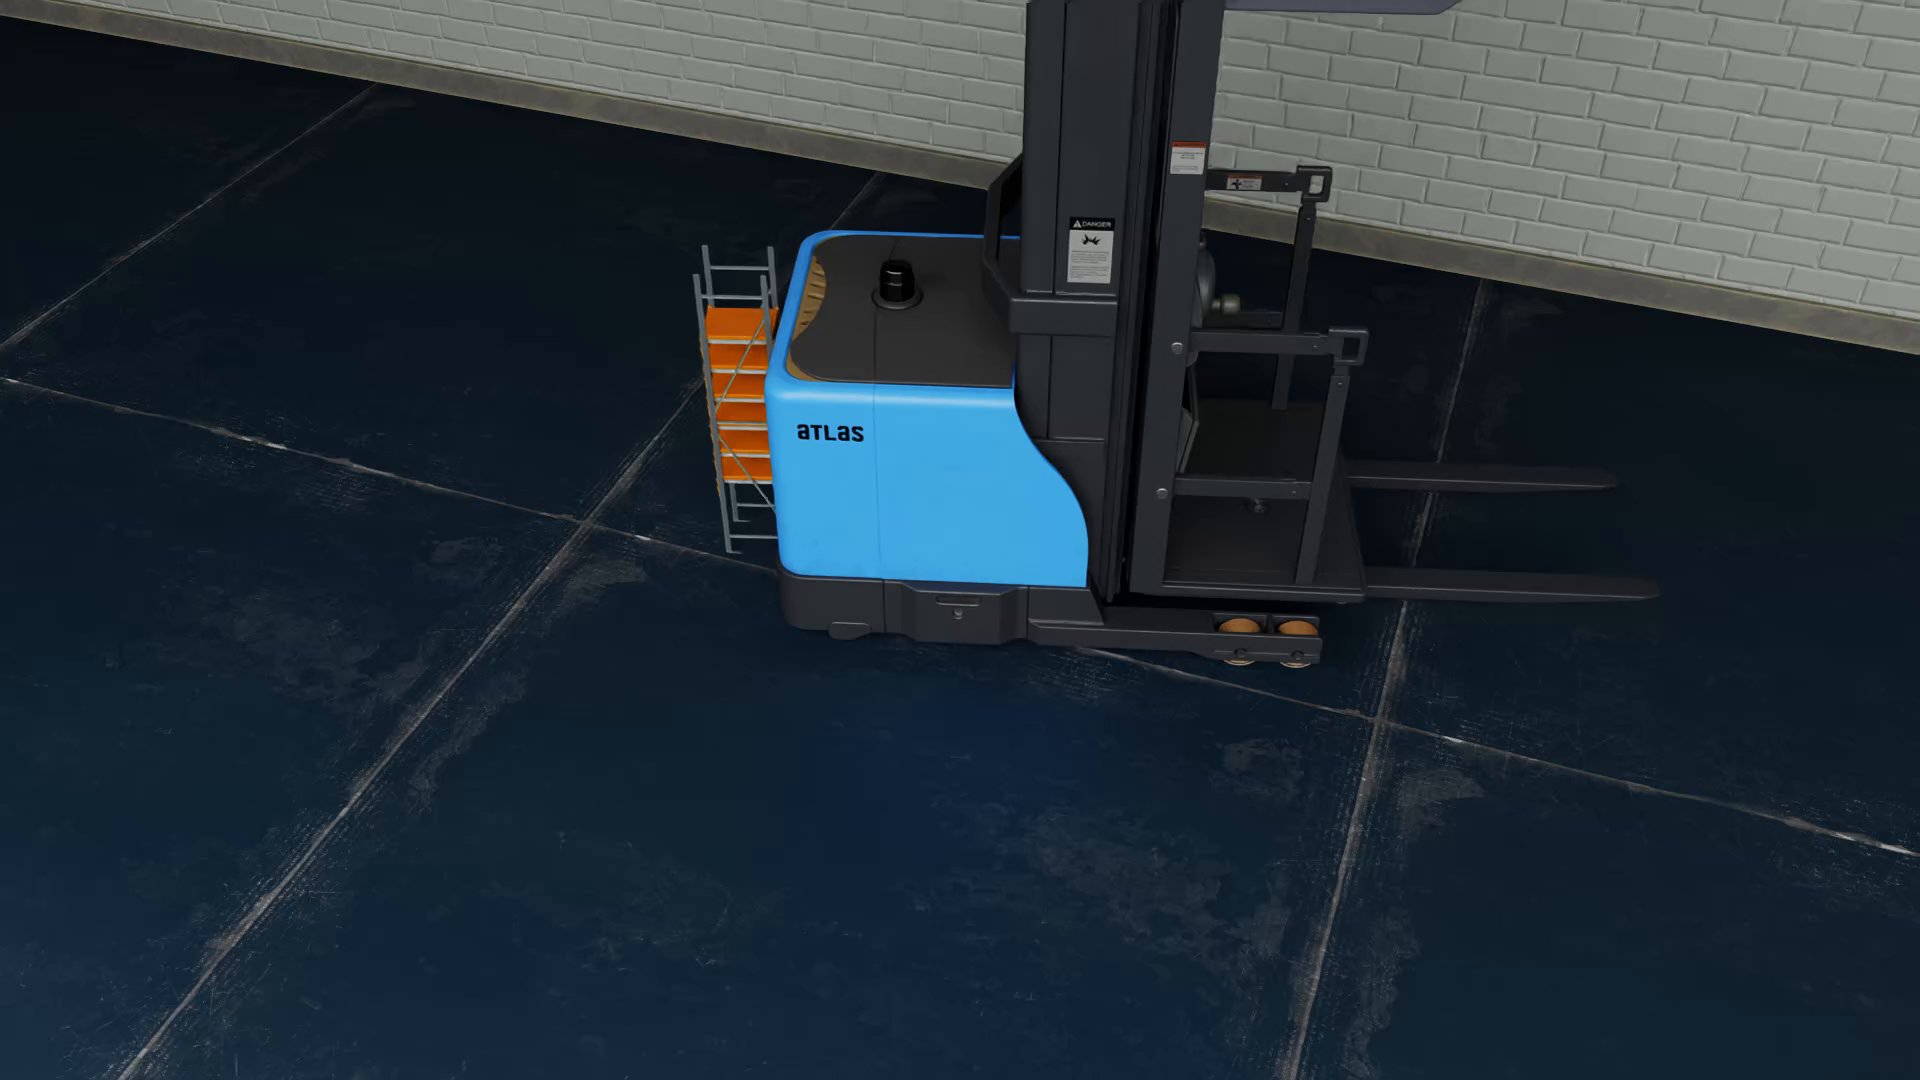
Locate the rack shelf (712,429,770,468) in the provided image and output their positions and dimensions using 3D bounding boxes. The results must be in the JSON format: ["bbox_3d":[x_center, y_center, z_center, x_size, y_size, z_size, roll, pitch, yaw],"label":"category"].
[{"bbox_3d":[-0.746,-0.340,5.978,0.258,0.103,0.180,1,40,2],"label":"rack shelf"}]

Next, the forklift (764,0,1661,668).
[{"bbox_3d":[0.907,-1.033,5.202,3.031,2.935,1.130,2,41,3],"label":"forklift"}]

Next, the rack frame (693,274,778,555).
[{"bbox_3d":[-0.750,-0.406,5.801,0.240,1.200,0.006,1,40,2],"label":"rack frame"}]

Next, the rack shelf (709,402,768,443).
[{"bbox_3d":[-0.746,-0.432,5.900,0.258,0.103,0.180,1,40,2],"label":"rack shelf"}]

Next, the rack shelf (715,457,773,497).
[{"bbox_3d":[-0.746,-0.249,6.056,0.258,0.103,0.180,1,40,2],"label":"rack shelf"}]

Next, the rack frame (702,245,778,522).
[{"bbox_3d":[-0.743,-0.525,5.941,0.240,1.200,0.006,1,40,2],"label":"rack frame"}]

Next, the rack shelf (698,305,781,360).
[{"bbox_3d":[-0.746,-0.705,5.666,0.258,0.103,0.180,1,40,2],"label":"rack shelf"}]

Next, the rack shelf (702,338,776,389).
[{"bbox_3d":[-0.746,-0.614,5.744,0.258,0.103,0.180,1,40,2],"label":"rack shelf"}]

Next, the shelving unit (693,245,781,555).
[{"bbox_3d":[-0.746,-0.465,5.871,0.258,1.200,0.189,1,40,2],"label":"shelving unit"}]

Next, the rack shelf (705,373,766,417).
[{"bbox_3d":[-0.746,-0.523,5.822,0.258,0.103,0.180,1,40,2],"label":"rack shelf"}]
